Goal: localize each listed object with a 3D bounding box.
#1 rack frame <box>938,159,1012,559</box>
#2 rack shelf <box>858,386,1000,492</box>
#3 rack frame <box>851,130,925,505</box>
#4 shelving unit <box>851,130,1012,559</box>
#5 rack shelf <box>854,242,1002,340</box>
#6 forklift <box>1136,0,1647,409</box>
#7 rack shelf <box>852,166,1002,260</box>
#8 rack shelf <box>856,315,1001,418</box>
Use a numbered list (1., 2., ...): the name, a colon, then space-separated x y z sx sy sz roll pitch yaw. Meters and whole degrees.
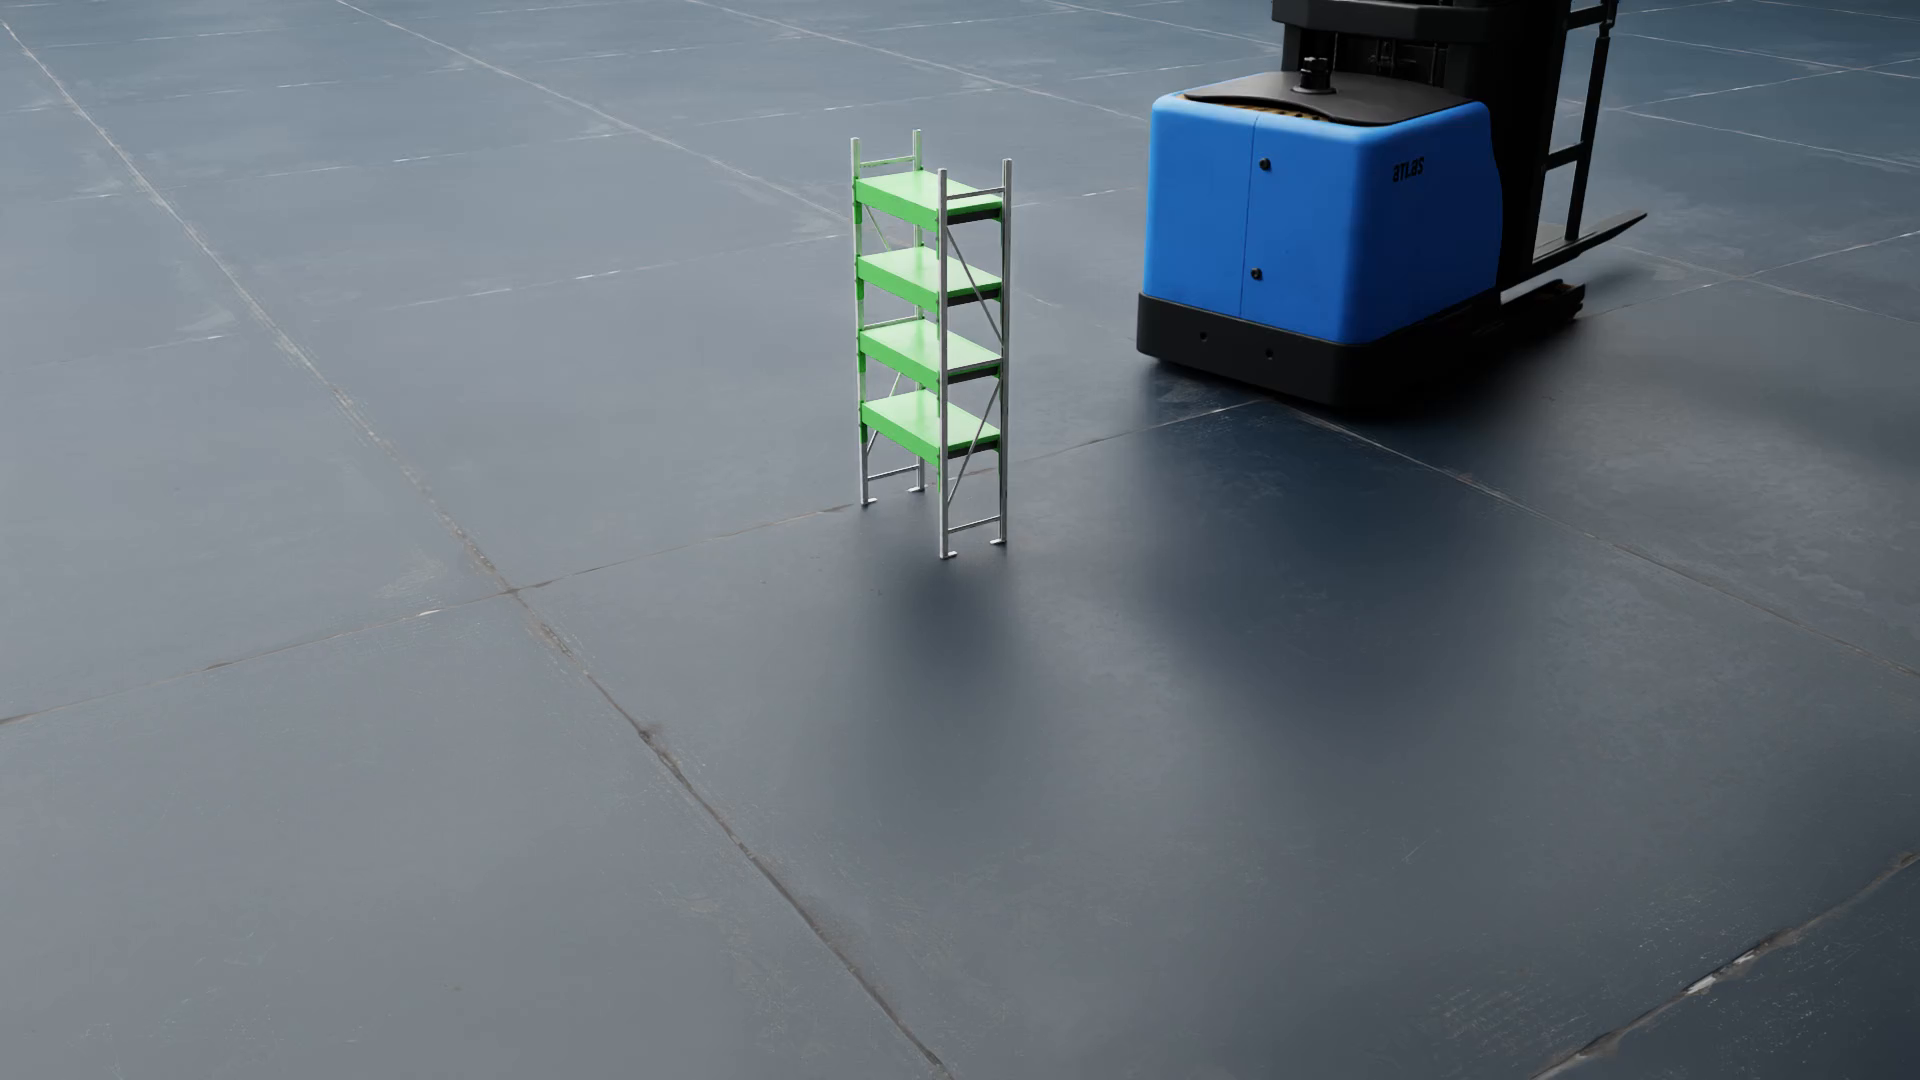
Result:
1. rack frame: 0.043 -0.515 4.934 0.240 1.200 0.015 -16 29 -30
2. rack shelf: -0.090 -0.327 5.249 0.258 0.148 0.480 -16 29 -30
3. rack frame: -0.224 -0.689 5.304 0.240 1.200 0.015 -16 29 -30
4. shelving unit: -0.090 -0.602 5.119 0.258 1.200 0.503 -16 29 -30
5. rack shelf: -0.090 -0.761 5.044 0.258 0.148 0.480 -16 29 -30
6. forklift: 2.083 -2.351 6.797 1.130 2.935 3.031 22 33 38
7. rack shelf: -0.090 -0.978 4.942 0.258 0.148 0.480 -16 29 -30
8. rack shelf: -0.090 -0.544 5.147 0.258 0.148 0.480 -16 29 -30
